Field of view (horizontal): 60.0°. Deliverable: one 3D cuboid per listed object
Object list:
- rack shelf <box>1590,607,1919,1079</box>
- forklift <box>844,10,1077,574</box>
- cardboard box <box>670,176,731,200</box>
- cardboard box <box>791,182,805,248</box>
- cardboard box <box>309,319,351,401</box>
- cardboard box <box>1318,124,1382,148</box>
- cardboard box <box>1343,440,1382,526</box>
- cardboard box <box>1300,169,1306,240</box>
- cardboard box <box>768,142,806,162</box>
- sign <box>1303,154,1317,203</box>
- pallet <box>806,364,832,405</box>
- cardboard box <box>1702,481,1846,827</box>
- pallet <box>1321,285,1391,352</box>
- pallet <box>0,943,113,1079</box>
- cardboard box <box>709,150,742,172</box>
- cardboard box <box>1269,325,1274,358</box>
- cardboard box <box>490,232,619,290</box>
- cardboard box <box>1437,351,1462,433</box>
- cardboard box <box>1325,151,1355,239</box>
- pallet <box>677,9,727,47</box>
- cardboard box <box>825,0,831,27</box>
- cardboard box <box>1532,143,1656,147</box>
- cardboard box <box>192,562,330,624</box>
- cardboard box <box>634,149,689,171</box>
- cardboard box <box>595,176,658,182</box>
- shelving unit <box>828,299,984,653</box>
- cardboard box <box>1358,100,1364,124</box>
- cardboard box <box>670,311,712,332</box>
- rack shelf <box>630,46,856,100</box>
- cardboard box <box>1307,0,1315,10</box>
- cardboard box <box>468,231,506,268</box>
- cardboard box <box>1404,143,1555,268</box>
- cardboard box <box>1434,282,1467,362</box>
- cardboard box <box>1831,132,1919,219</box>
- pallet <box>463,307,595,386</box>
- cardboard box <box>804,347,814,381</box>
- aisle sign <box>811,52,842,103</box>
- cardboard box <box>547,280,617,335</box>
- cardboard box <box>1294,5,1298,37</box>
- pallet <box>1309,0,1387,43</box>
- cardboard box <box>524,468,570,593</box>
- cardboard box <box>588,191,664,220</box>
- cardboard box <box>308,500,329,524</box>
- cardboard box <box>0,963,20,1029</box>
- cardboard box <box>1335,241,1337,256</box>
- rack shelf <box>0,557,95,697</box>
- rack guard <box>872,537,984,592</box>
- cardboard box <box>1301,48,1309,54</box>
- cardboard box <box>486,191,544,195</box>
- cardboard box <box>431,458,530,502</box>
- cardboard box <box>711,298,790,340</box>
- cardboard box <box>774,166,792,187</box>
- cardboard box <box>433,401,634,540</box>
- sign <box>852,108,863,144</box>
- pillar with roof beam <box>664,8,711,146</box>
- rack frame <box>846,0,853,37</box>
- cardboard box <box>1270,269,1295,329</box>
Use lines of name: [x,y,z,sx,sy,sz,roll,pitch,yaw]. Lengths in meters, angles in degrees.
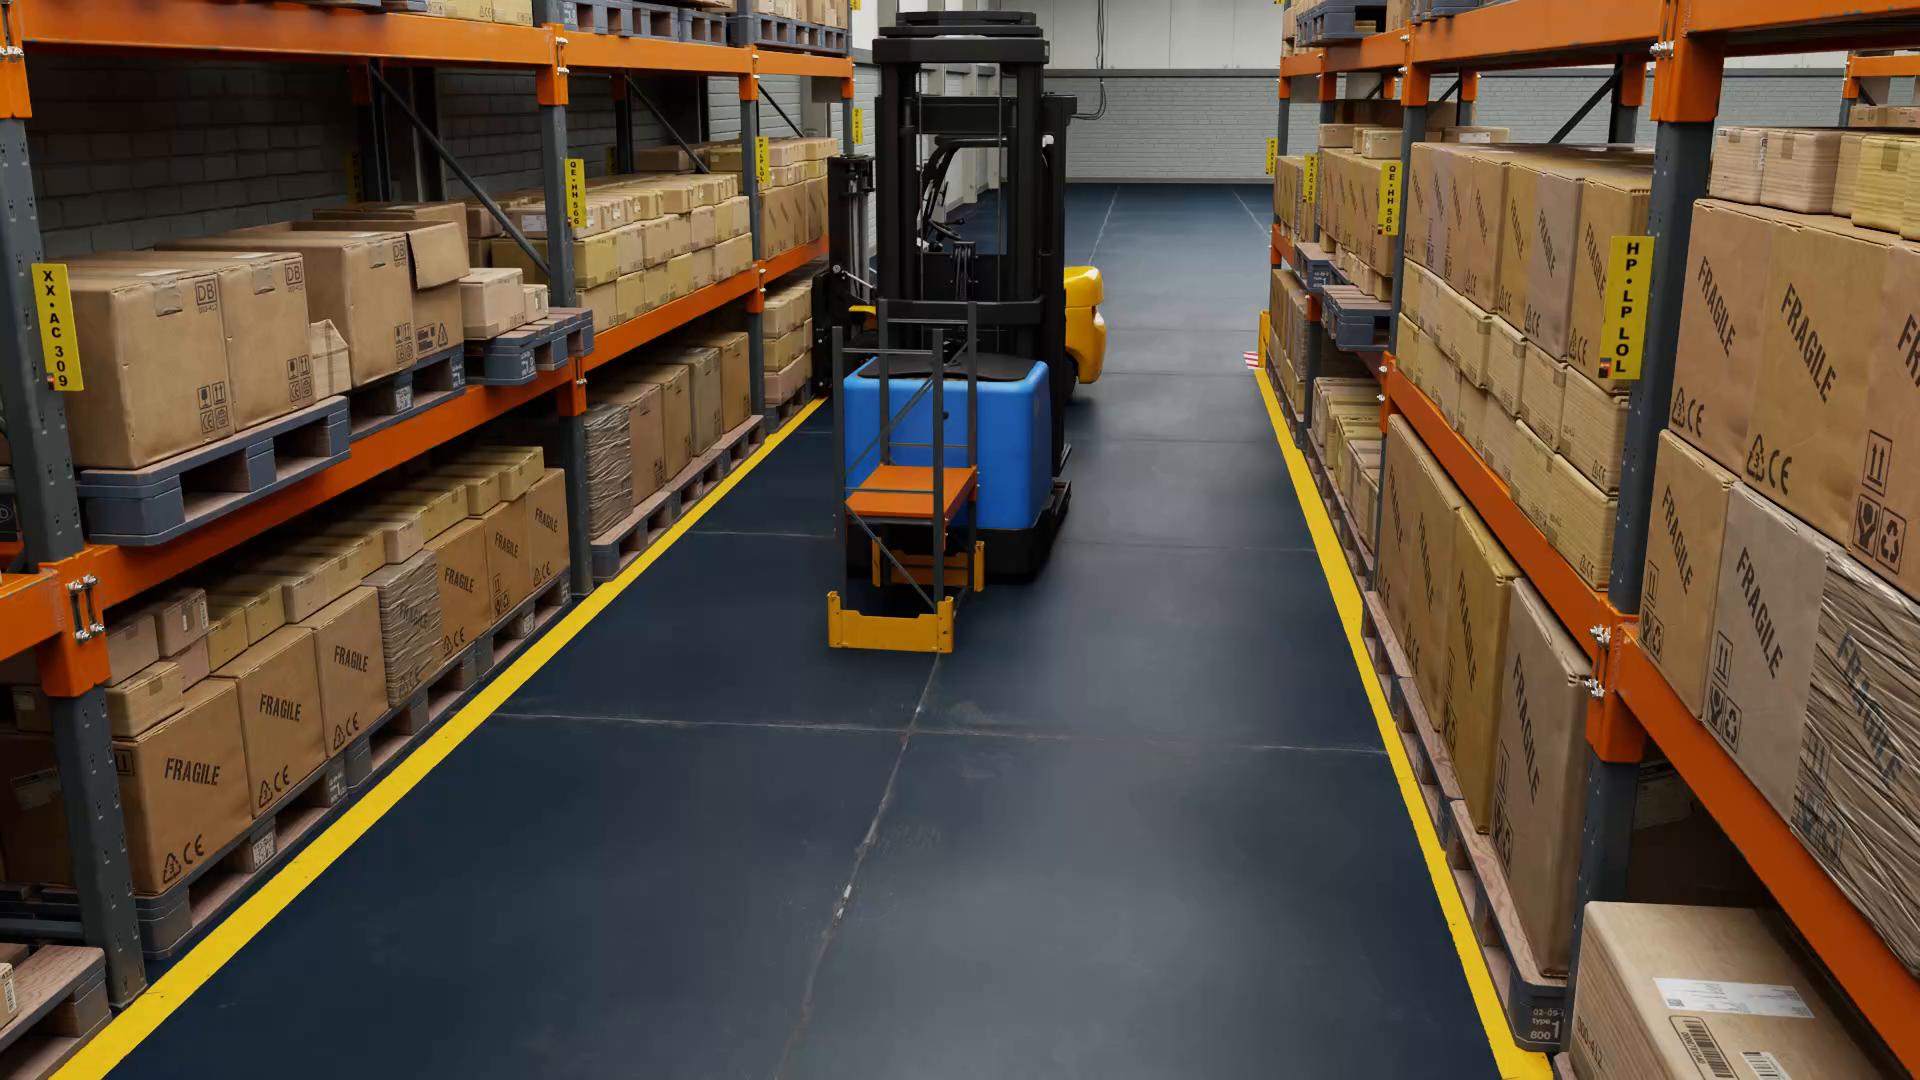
rack shelf: [1.844,0.870,2.077,1.077,0.370,4.000,2,15,6]
forklift: [0.098,-1.576,9.876,1.130,2.935,3.031,2,15,9]
cardboard box: [-1.789,-2.415,11.413,0.380,0.149,0.250,1,15,5]
cardboard box: [-1.553,-2.639,13.483,0.500,0.500,0.500,2,15,6]
cardboard box: [-2.325,-0.628,5.692,0.396,0.266,0.258,2,15,9]
cardboard box: [2.568,-2.667,10.971,0.380,0.149,0.250,2,15,6]
cardboard box: [2.670,-0.306,9.276,0.950,0.372,0.625,1,15,5]
cardboard box: [2.826,-2.519,12.471,0.500,0.500,0.500,2,15,8]
cardboard box: [-1.507,-3.262,13.974,0.380,0.149,0.250,2,15,7]
sign: [2.432,-2.503,11.514,0.100,0.325,0.005,2,15,6]
pallet: [-1.694,-1.393,14.408,1.003,0.211,1.213,2,15,6]
cardboard box: [1.695,0.200,2.985,0.500,0.500,0.500,2,15,7]
pallet: [2.495,-1.129,8.458,1.213,0.211,1.003,2,15,6]
pallet: [-2.942,1.383,4.144,1.003,0.211,1.213,2,15,6]
cardboard box: [-1.630,-2.795,12.249,0.380,0.149,0.250,2,15,7]
cardboard box: [3.058,-1.783,14.972,0.500,0.250,0.500,2,15,6]
cardboard box: [-2.094,-1.455,8.626,0.500,0.250,0.500,2,15,6]
cardboard box: [2.110,-0.572,6.319,0.500,0.250,0.500,2,15,8]
cardboard box: [2.509,-2.095,10.096,0.500,0.500,0.500,2,15,6]
pallet: [-2.047,-3.343,10.898,0.805,0.209,1.217,1,15,4]
cardboard box: [-1.329,-4.598,14.436,0.396,0.266,0.258,2,15,6]
cardboard box: [2.722,-1.423,7.070,0.500,0.500,0.500,1,15,5]
cardboard box: [-2.504,0.188,5.962,0.380,0.149,0.250,2,15,6]
cardboard box: [-2.225,-2.813,12.314,0.380,0.149,0.250,2,15,6]
cardboard box: [-2.296,-2.425,11.449,0.380,0.149,0.250,1,15,4]
shelving unit: [-0.245,-0.349,8.078,0.587,1.500,1.083,2,15,9]
cardboard box: [3.316,-2.985,12.278,0.700,0.500,0.500,2,15,7]
cardboard box: [-2.097,-1.708,12.779,0.500,0.250,0.500,2,15,7]
rack shelf: [-1.735,-3.836,13.733,1.077,0.370,4.000,2,15,6]
cardboard box: [2.508,-3.510,10.631,0.500,0.250,0.500,1,15,5]
cardboard box: [-2.637,-1.472,8.691,0.500,0.250,0.500,2,15,8]
cardboard box: [2.222,-1.444,7.148,0.500,0.500,0.500,1,15,4]
cardboard box: [2.090,-0.816,6.261,0.500,0.250,0.500,2,15,6]
cardboard box: [1.776,-0.632,2.901,0.380,0.149,0.250,2,15,6]
pallet: [-2.418,-0.908,7.642,1.213,0.211,1.003,2,15,6]
cardboard box: [-1.492,-1.473,13.827,0.500,0.250,0.500,2,15,7]
aisle sign: [-1.210,-4.517,15.640,0.394,0.787,0.004,2,15,6]
cardboard box: [-2.119,-1.214,8.694,0.500,0.250,0.500,2,15,6]
cardboard box: [3.002,-4.240,13.567,0.500,0.250,0.500,2,15,8]
pallet: [2.683,-3.002,9.632,1.213,0.211,1.003,2,15,6]
cardboard box: [-2.246,-0.059,8.118,0.500,0.500,0.500,2,15,8]
cardboard box: [-1.948,-1.949,9.690,0.380,0.149,0.250,2,15,7]
cardboard box: [-2.890,-0.090,6.990,0.380,0.149,0.250,1,15,5]
cardboard box: [-2.634,1.185,4.189,0.380,0.149,0.250,1,15,5]
cardboard box: [2.532,-1.813,10.296,0.380,0.149,0.250,2,15,7]
rack shelf: [-3.089,0.725,2.614,1.077,0.370,4.000,2,15,6]
rack guard: [-0.167,0.126,8.716,0.587,0.250,0.087,2,15,9]
cardboard box: [2.932,-3.954,13.273,0.380,0.149,0.250,1,15,5]
cardboard box: [-2.557,-1.966,9.750,0.380,0.149,0.250,1,15,5]
cardboard box: [-2.216,-0.281,7.695,0.380,0.149,0.250,1,15,3]
cardboard box: [-1.594,-1.691,12.715,0.500,0.250,0.500,1,15,5]
cardboard box: [-1.532,-2.850,13.021,0.380,0.149,0.250,2,15,7]
cardboard box: [-2.328,-0.397,9.127,0.875,0.625,0.625,2,15,8]
sign: [-0.971,-3.907,15.694,0.100,0.325,0.005,2,15,6]
pillar with roof beam: [1.794,-5.869,14.127,9.100,9.000,0.400,2,15,6]
rack frame: [-1.509,-6.150,15.165,1.000,3.000,0.127,2,15,6]
cardboard box: [3.055,-2.139,14.851,0.500,0.500,0.500,1,15,4]
